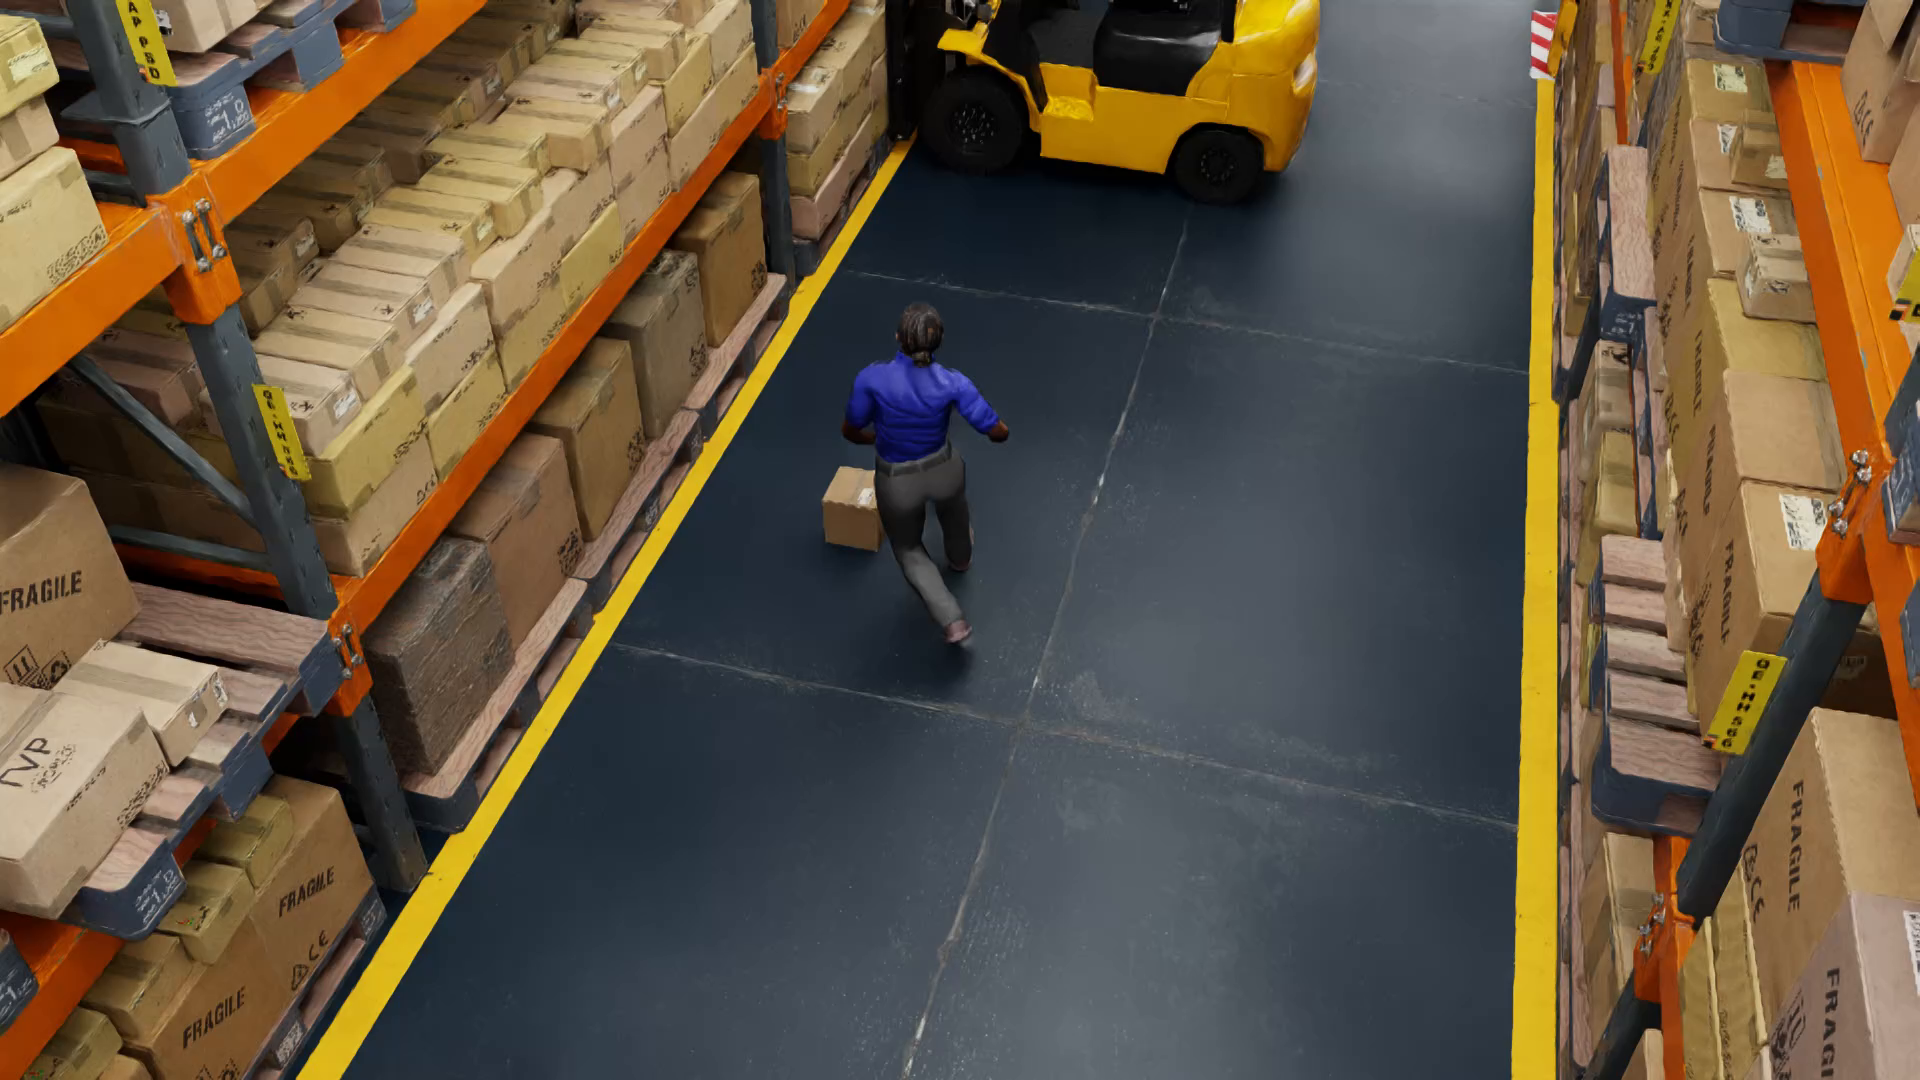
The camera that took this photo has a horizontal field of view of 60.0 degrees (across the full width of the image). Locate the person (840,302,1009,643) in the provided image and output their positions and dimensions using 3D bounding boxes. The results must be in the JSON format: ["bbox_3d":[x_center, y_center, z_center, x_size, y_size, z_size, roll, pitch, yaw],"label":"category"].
[{"bbox_3d":[-0.144,-0.292,6.581,0.637,1.524,0.910,-11,42,-12],"label":"person"}]
